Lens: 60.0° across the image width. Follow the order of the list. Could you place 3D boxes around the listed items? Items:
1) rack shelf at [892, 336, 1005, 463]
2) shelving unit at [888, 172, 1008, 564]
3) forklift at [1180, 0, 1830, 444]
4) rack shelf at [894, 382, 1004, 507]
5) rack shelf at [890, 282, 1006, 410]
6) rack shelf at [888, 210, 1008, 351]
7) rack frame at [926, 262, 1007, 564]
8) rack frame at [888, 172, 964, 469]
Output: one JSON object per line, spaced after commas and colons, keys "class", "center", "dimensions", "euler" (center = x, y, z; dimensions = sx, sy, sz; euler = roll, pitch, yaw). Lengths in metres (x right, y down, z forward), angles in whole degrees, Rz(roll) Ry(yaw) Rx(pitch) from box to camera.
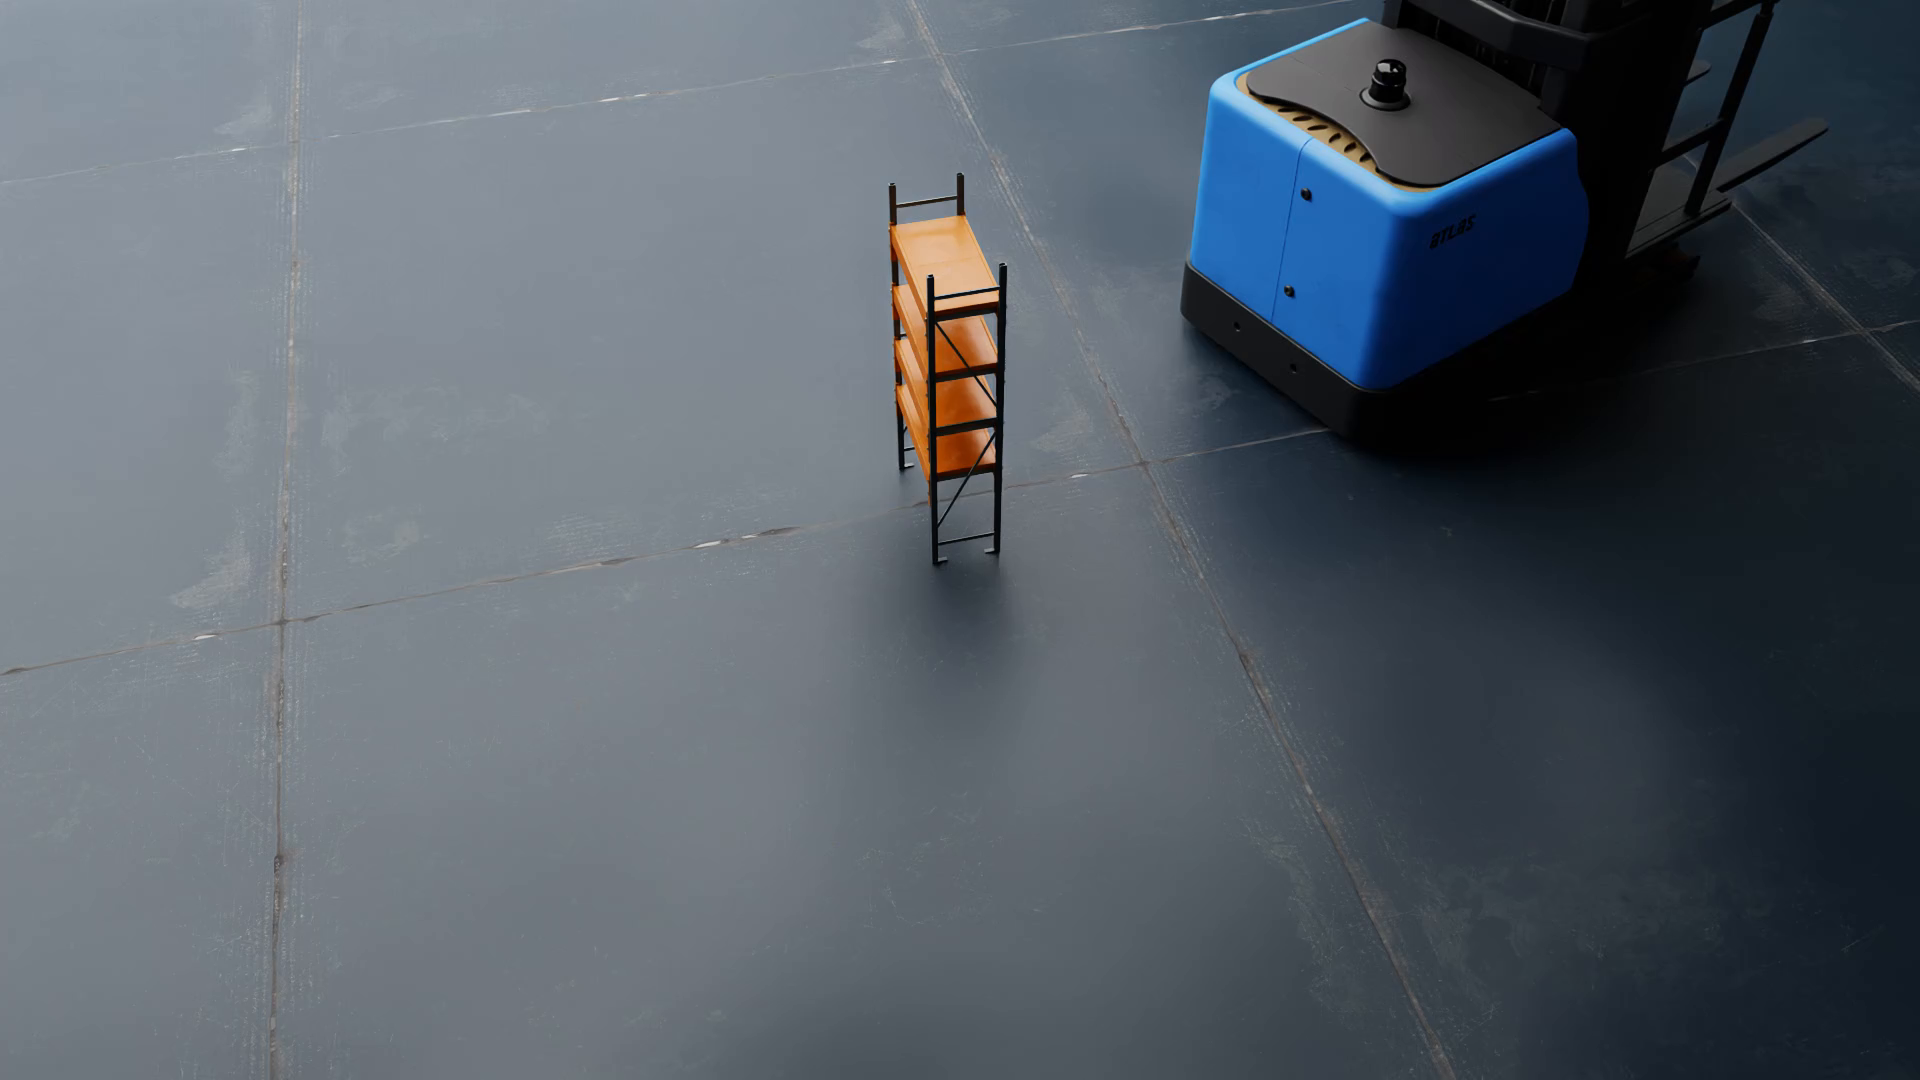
{"class": "rack shelf", "center": [-0.042, -0.487, 5.482], "dimensions": [0.258, 0.148, 0.480], "euler": [-11, 47, -10]}
{"class": "shelving unit", "center": [-0.042, -0.534, 5.433], "dimensions": [0.258, 1.200, 0.503], "euler": [-11, 47, -10]}
{"class": "forklift", "center": [2.355, -2.231, 5.884], "dimensions": [3.031, 2.935, 1.130], "euler": [-28, 52, -24]}
{"class": "rack shelf", "center": [-0.042, -0.348, 5.623], "dimensions": [0.258, 0.148, 0.480], "euler": [-11, 47, -10]}
{"class": "rack shelf", "center": [-0.042, -0.644, 5.322], "dimensions": [0.258, 0.148, 0.480], "euler": [-11, 47, -10]}
{"class": "rack shelf", "center": [-0.042, -0.809, 5.153], "dimensions": [0.258, 0.148, 0.480], "euler": [-11, 47, -10]}
{"class": "rack frame", "center": [0.020, -0.366, 5.268], "dimensions": [0.240, 1.200, 0.015], "euler": [-11, 47, -10]}
{"class": "rack frame", "center": [-0.105, -0.703, 5.599], "dimensions": [0.240, 1.200, 0.015], "euler": [-11, 47, -10]}
